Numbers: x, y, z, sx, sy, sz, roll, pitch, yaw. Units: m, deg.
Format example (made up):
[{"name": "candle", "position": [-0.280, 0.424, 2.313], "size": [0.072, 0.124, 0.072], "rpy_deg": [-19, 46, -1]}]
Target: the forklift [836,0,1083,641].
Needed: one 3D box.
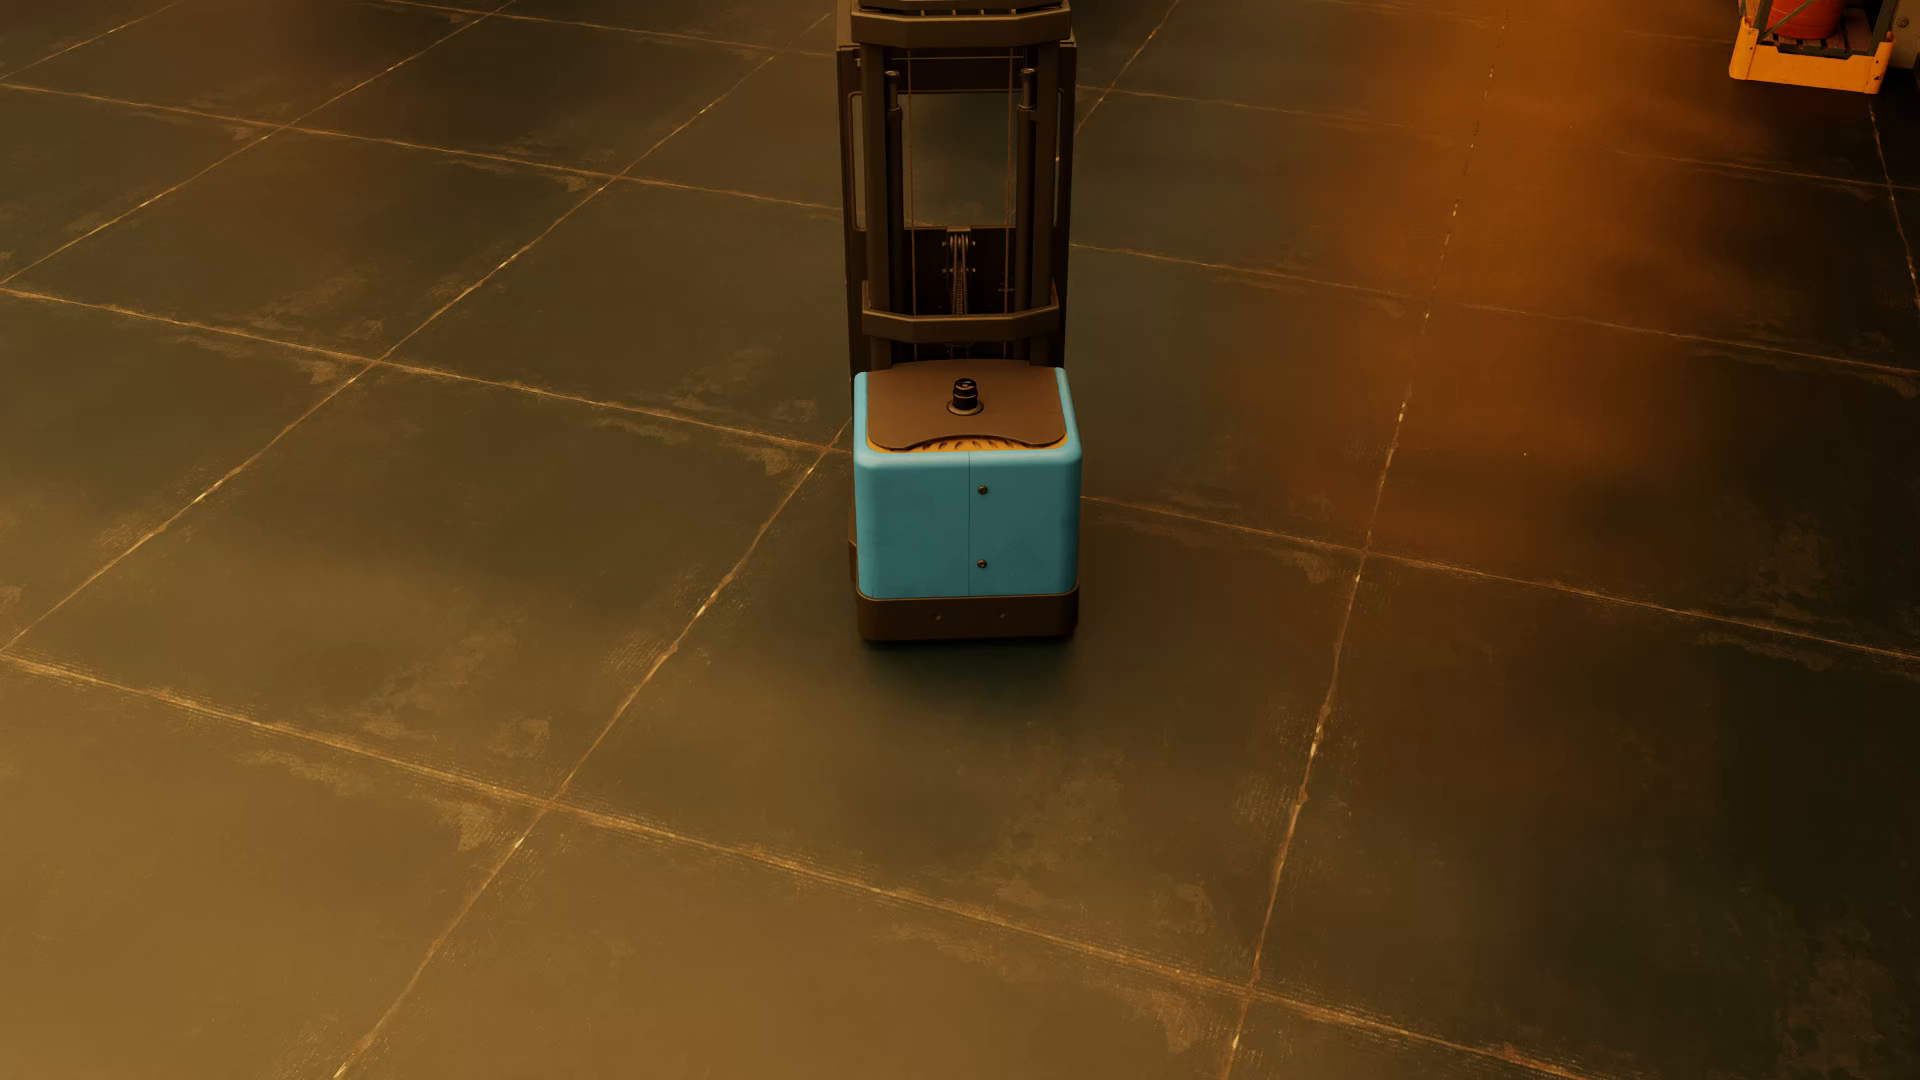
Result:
[{"name": "forklift", "position": [-0.029, -1.547, 8.293], "size": [1.130, 2.935, 3.031], "rpy_deg": [-2, 35, -2]}]
